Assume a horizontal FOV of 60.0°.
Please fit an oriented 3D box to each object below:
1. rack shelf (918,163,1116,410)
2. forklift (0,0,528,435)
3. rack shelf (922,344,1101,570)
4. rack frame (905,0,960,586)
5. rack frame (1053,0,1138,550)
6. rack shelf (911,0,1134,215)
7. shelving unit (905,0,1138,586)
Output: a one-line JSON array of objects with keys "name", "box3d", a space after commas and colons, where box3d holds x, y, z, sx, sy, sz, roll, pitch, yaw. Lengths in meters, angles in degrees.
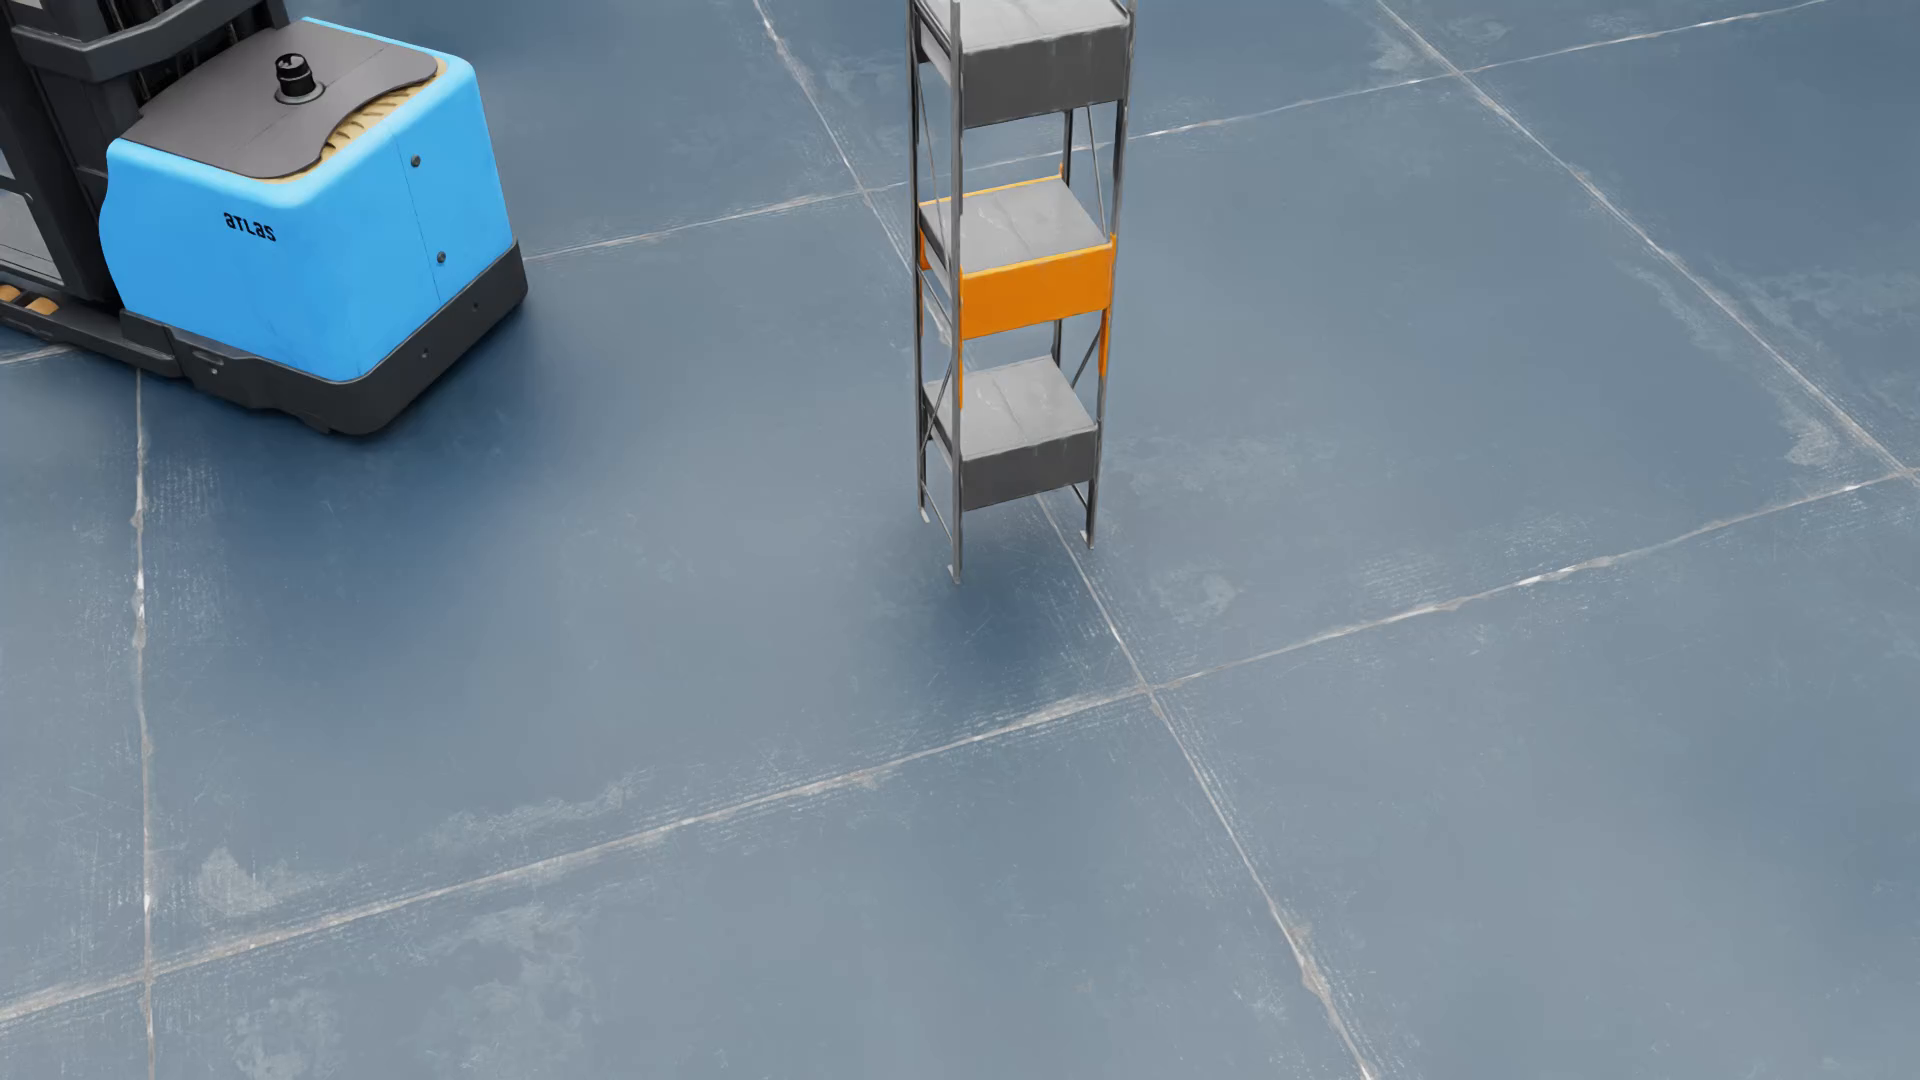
[{"name": "rack shelf", "box3d": [0.156, -0.771, 5.056, 0.480, 0.518, 0.431, -14, 47, -14]}, {"name": "forklift", "box3d": [-3.282, -2.134, 5.808, 3.031, 2.935, 1.130, 19, 48, 18]}, {"name": "rack shelf", "box3d": [0.156, -0.277, 5.551, 0.480, 0.518, 0.431, -14, 47, -14]}, {"name": "rack frame", "box3d": [-0.074, -0.722, 4.987, 0.015, 2.100, 0.400, -14, 47, -14]}, {"name": "rack frame", "box3d": [0.385, -0.840, 5.104, 0.015, 2.100, 0.400, -14, 47, -14]}, {"name": "rack shelf", "box3d": [0.156, -1.266, 4.560, 0.480, 0.518, 0.431, -14, 47, -14]}, {"name": "shelving unit", "box3d": [0.156, -0.781, 5.046, 0.503, 2.100, 0.431, -14, 47, -14]}]
